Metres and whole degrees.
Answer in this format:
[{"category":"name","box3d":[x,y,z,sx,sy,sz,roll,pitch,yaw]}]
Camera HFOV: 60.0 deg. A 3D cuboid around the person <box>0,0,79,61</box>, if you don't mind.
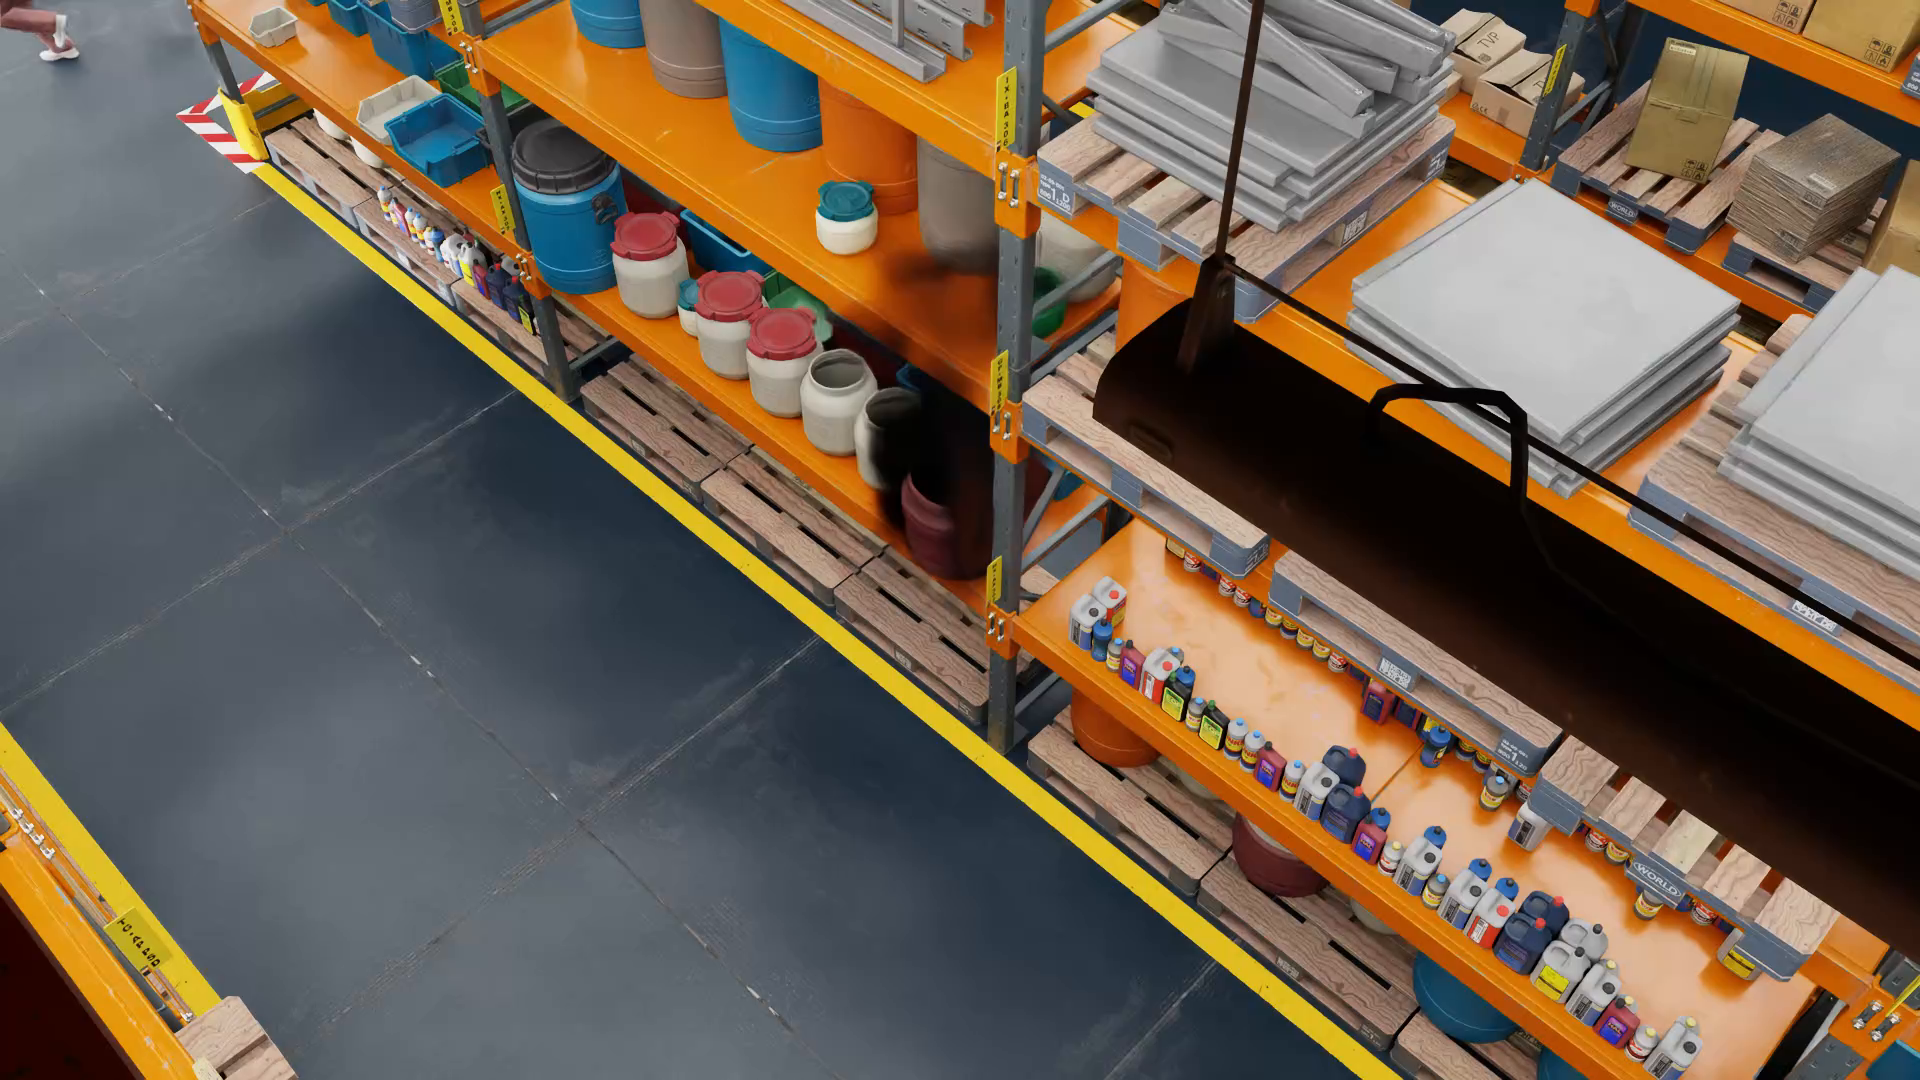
[{"category":"person","box3d":[-7.512,-4.463,13.079,0.604,1.628,0.611,-7,50,-6]}]
